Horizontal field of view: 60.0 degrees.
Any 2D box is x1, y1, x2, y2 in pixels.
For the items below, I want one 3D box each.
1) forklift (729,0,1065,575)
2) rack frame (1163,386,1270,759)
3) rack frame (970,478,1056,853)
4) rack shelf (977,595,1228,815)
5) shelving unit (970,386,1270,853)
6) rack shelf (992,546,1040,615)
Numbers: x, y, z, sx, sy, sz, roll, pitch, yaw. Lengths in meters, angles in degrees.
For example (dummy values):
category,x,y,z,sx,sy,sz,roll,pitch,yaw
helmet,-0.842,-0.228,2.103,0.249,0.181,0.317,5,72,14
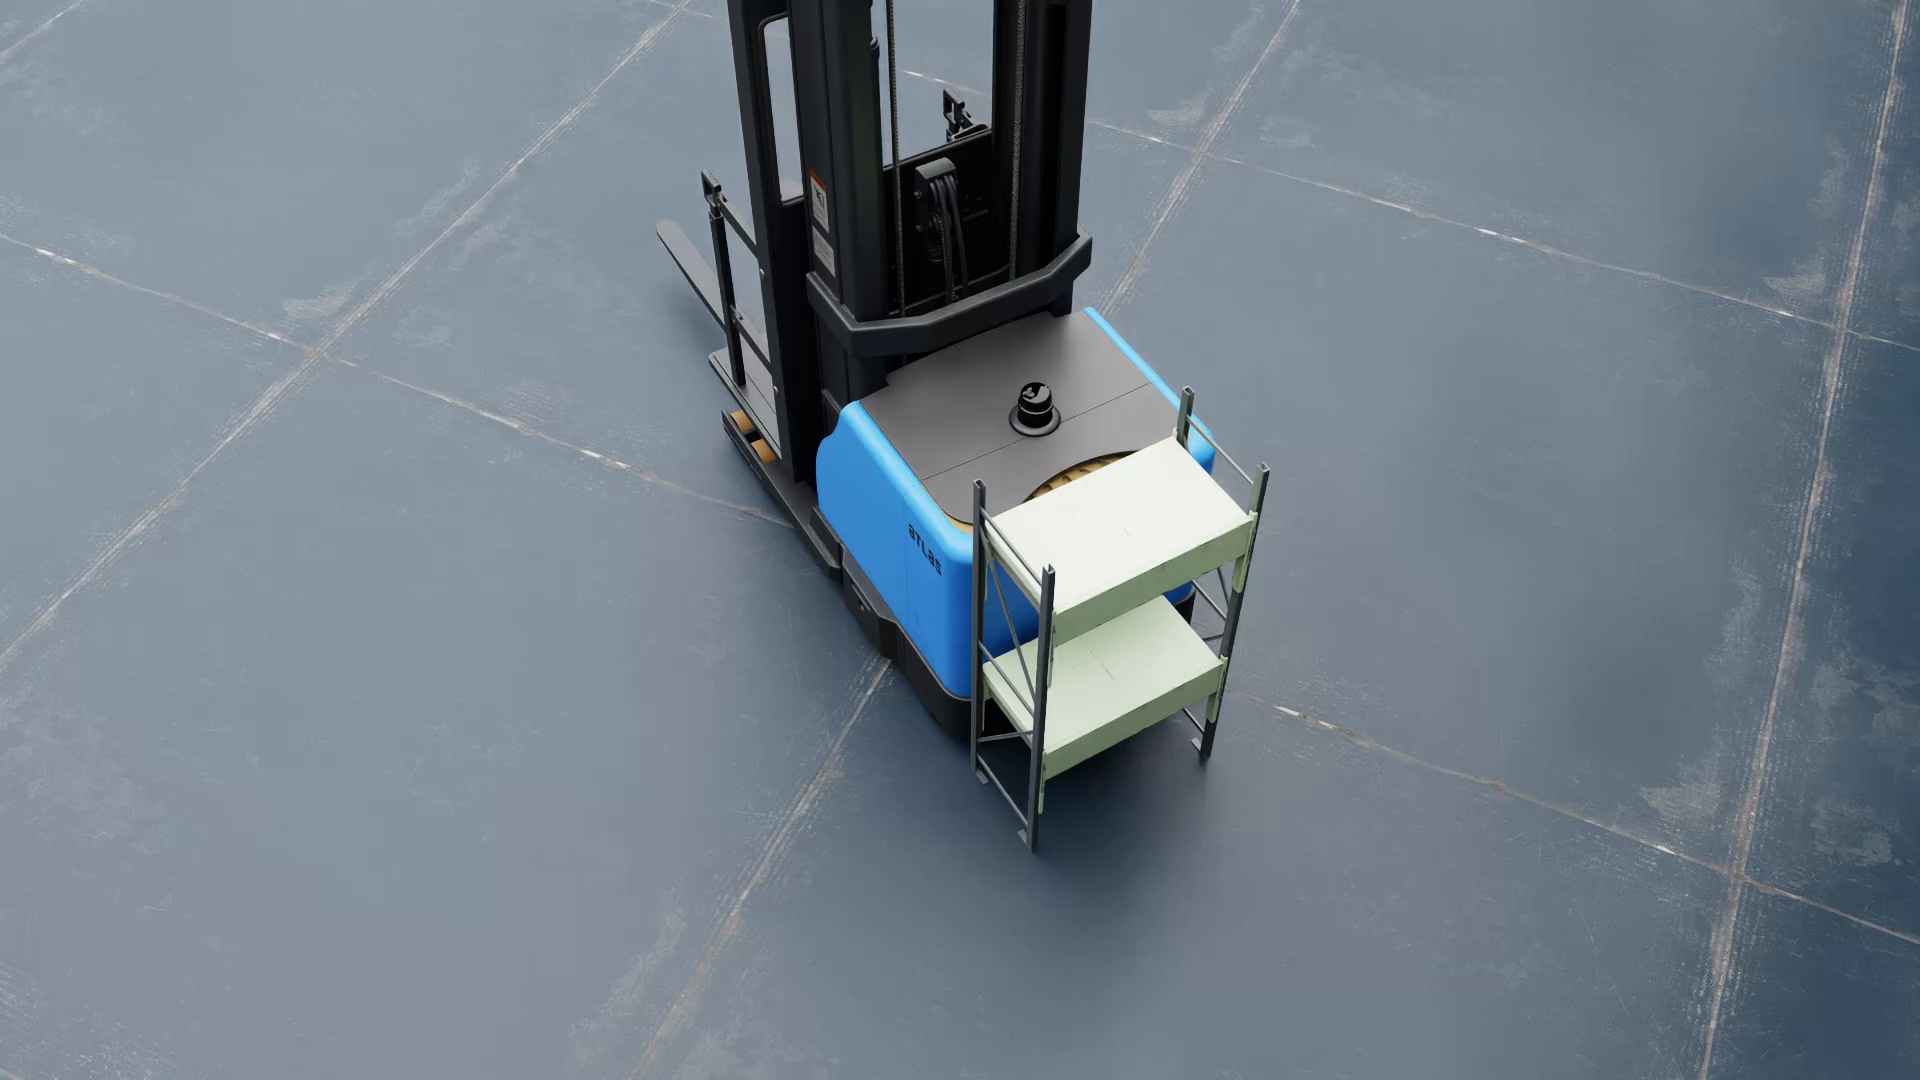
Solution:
category,x,y,z,sx,sy,sz,roll,pitch,yaw
forklift,7.473,-16.734,14.888,32.329,9.011,25.350,-24,54,-19
rack frame,0.778,0.157,5.447,0.023,1.500,0.400,-24,54,-19
rack frame,0.149,0.443,5.203,0.023,1.500,0.400,-24,54,-19
rack shelf,6.575,-11.053,15.571,26.908,0.609,20.390,-24,54,-19
shelving unit,6.568,-11.339,15.229,26.925,1.500,20.390,-24,54,-19
rack shelf,0.464,0.001,4.973,0.664,0.071,0.332,-24,54,-19
